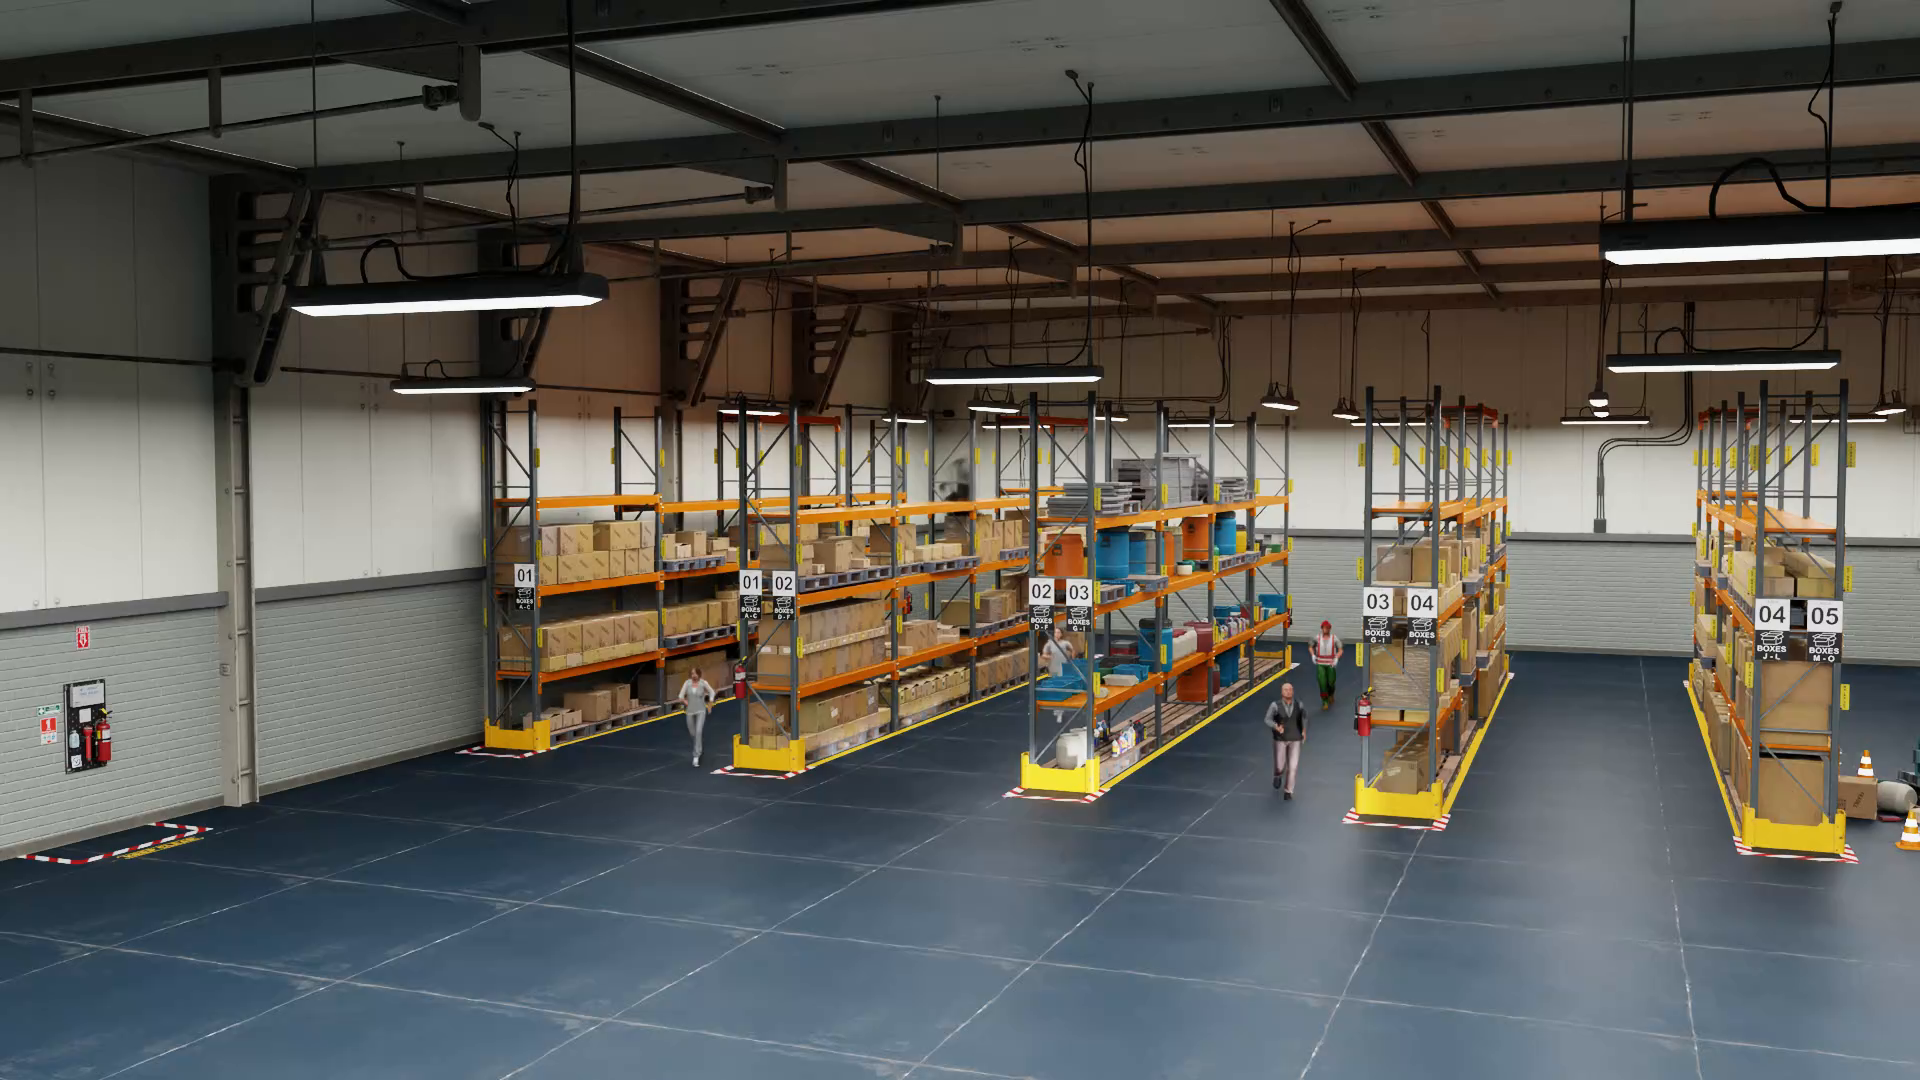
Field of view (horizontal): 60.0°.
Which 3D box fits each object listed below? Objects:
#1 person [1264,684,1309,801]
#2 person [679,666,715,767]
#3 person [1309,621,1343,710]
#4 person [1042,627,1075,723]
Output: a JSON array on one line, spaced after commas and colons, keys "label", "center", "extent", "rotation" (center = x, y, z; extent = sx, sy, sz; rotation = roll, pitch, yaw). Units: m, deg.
[{"label": "person", "center": [4.809, 2.948, 24.454], "extent": [0.664, 1.687, 0.720], "rotation": [0, 3, 3]}, {"label": "person", "center": [-4.337, 2.868, 27.353], "extent": [0.576, 1.604, 0.823], "rotation": [0, 3, 3]}, {"label": "person", "center": [7.298, 2.489, 33.222], "extent": [0.669, 1.757, 0.672], "rotation": [1, 3, 15]}, {"label": "person", "center": [1.806, 2.459, 30.691], "extent": [0.554, 1.736, 0.791], "rotation": [1, 3, 16]}]
